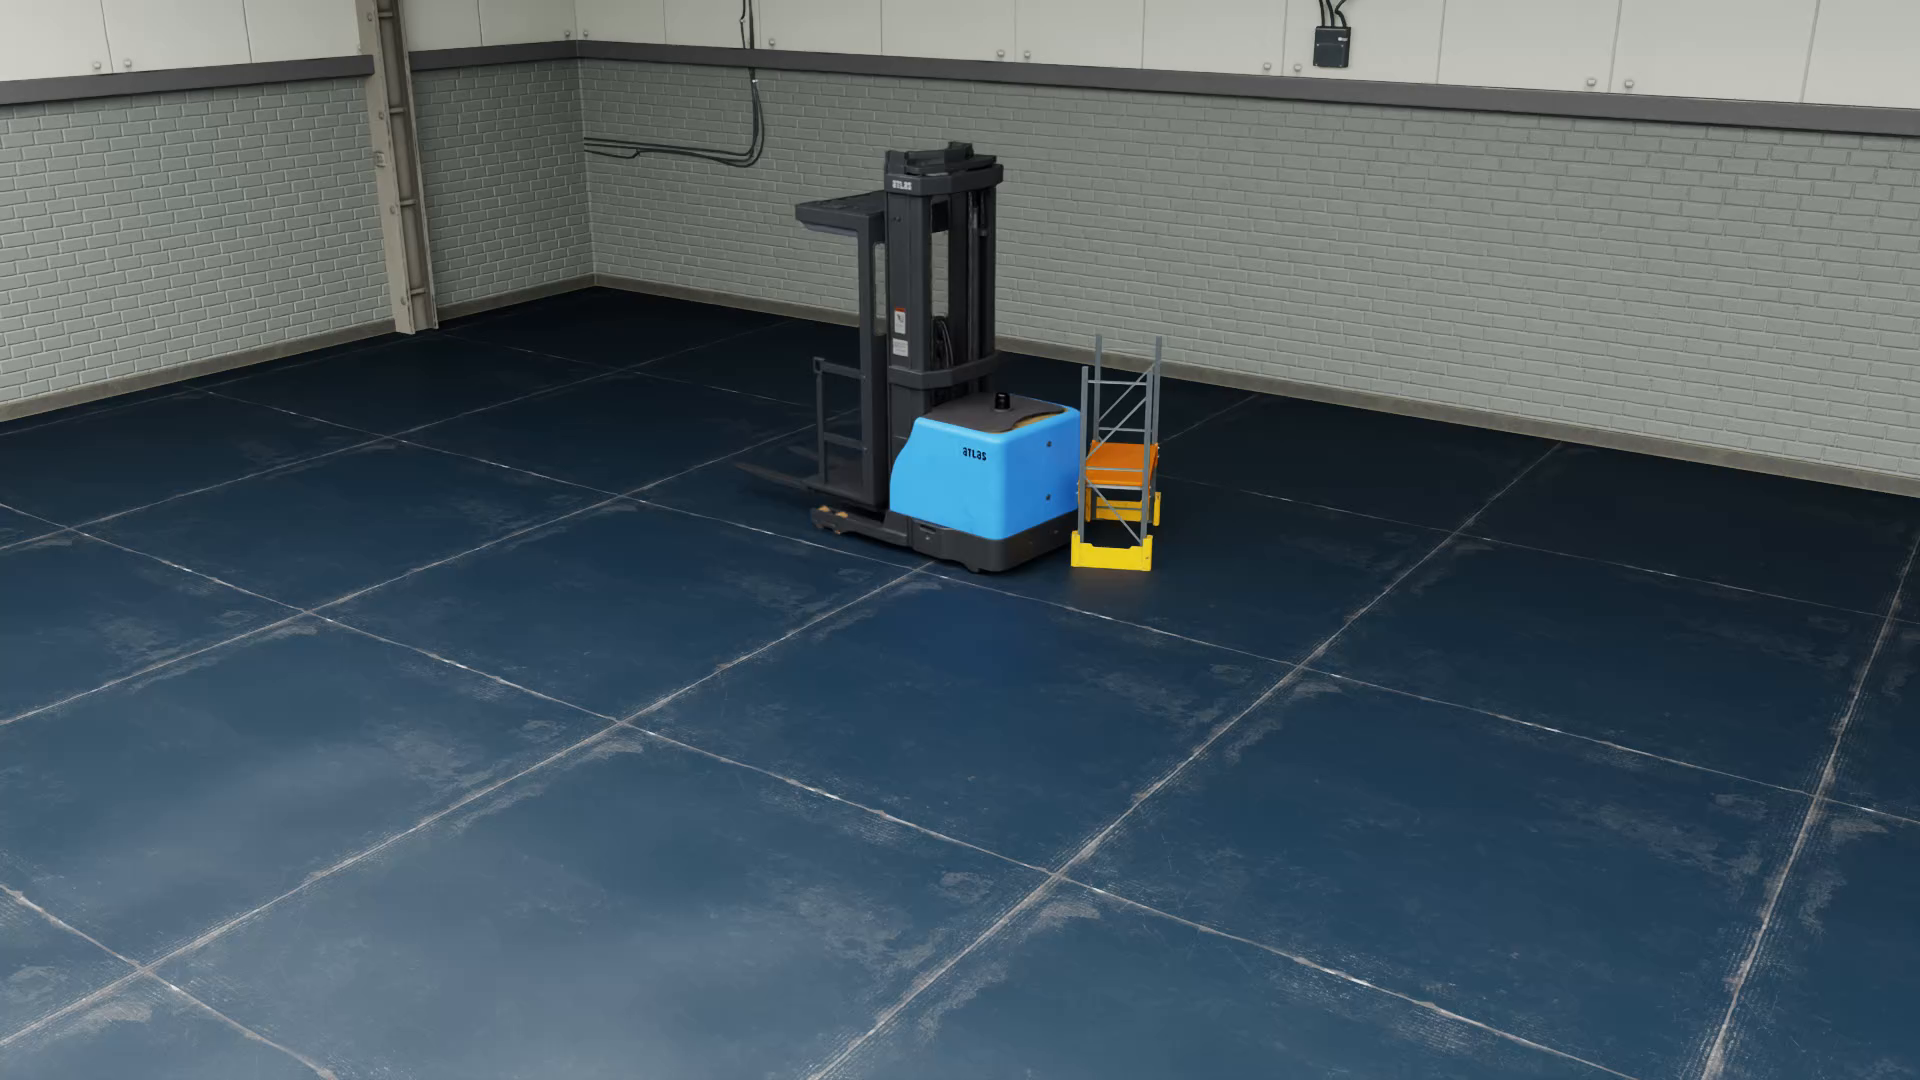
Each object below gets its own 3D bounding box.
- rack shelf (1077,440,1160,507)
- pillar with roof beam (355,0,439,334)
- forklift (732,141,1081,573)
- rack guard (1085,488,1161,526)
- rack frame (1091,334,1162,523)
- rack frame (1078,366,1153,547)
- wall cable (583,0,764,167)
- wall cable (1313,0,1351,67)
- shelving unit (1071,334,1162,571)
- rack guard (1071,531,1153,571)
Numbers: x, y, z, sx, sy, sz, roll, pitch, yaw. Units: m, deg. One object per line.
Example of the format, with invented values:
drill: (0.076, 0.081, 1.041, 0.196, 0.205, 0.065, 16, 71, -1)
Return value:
rack shelf: (1.198, -0.512, 12.504, 0.538, 0.185, 1.000, 3, 21, 9)
pillar with roof beam: (-2.781, -5.839, 15.579, 9.100, 9.000, 0.400, 13, 24, 32)
forklift: (-0.535, -1.545, 12.717, 3.031, 2.935, 1.130, 17, 26, 38)
rack guard: (1.282, -0.261, 13.111, 0.587, 0.250, 0.087, 3, 21, 9)
rack frame: (1.285, -0.854, 12.912, 0.500, 1.500, 0.032, 3, 21, 9)
rack frame: (1.111, -0.506, 11.972, 0.500, 1.500, 0.032, 3, 21, 9)
wall cable: (-3.591, -5.810, 19.976, 3.097, 2.526, 0.112, 13, 24, 32)
wall cable: (4.251, -7.005, 13.829, 2.305, 6.003, 0.169, 13, 24, 32)
shelving unit: (1.196, -0.677, 12.434, 0.587, 1.500, 1.083, 3, 21, 9)
rack guard: (1.111, 0.079, 12.190, 0.587, 0.250, 0.087, 3, 21, 9)
